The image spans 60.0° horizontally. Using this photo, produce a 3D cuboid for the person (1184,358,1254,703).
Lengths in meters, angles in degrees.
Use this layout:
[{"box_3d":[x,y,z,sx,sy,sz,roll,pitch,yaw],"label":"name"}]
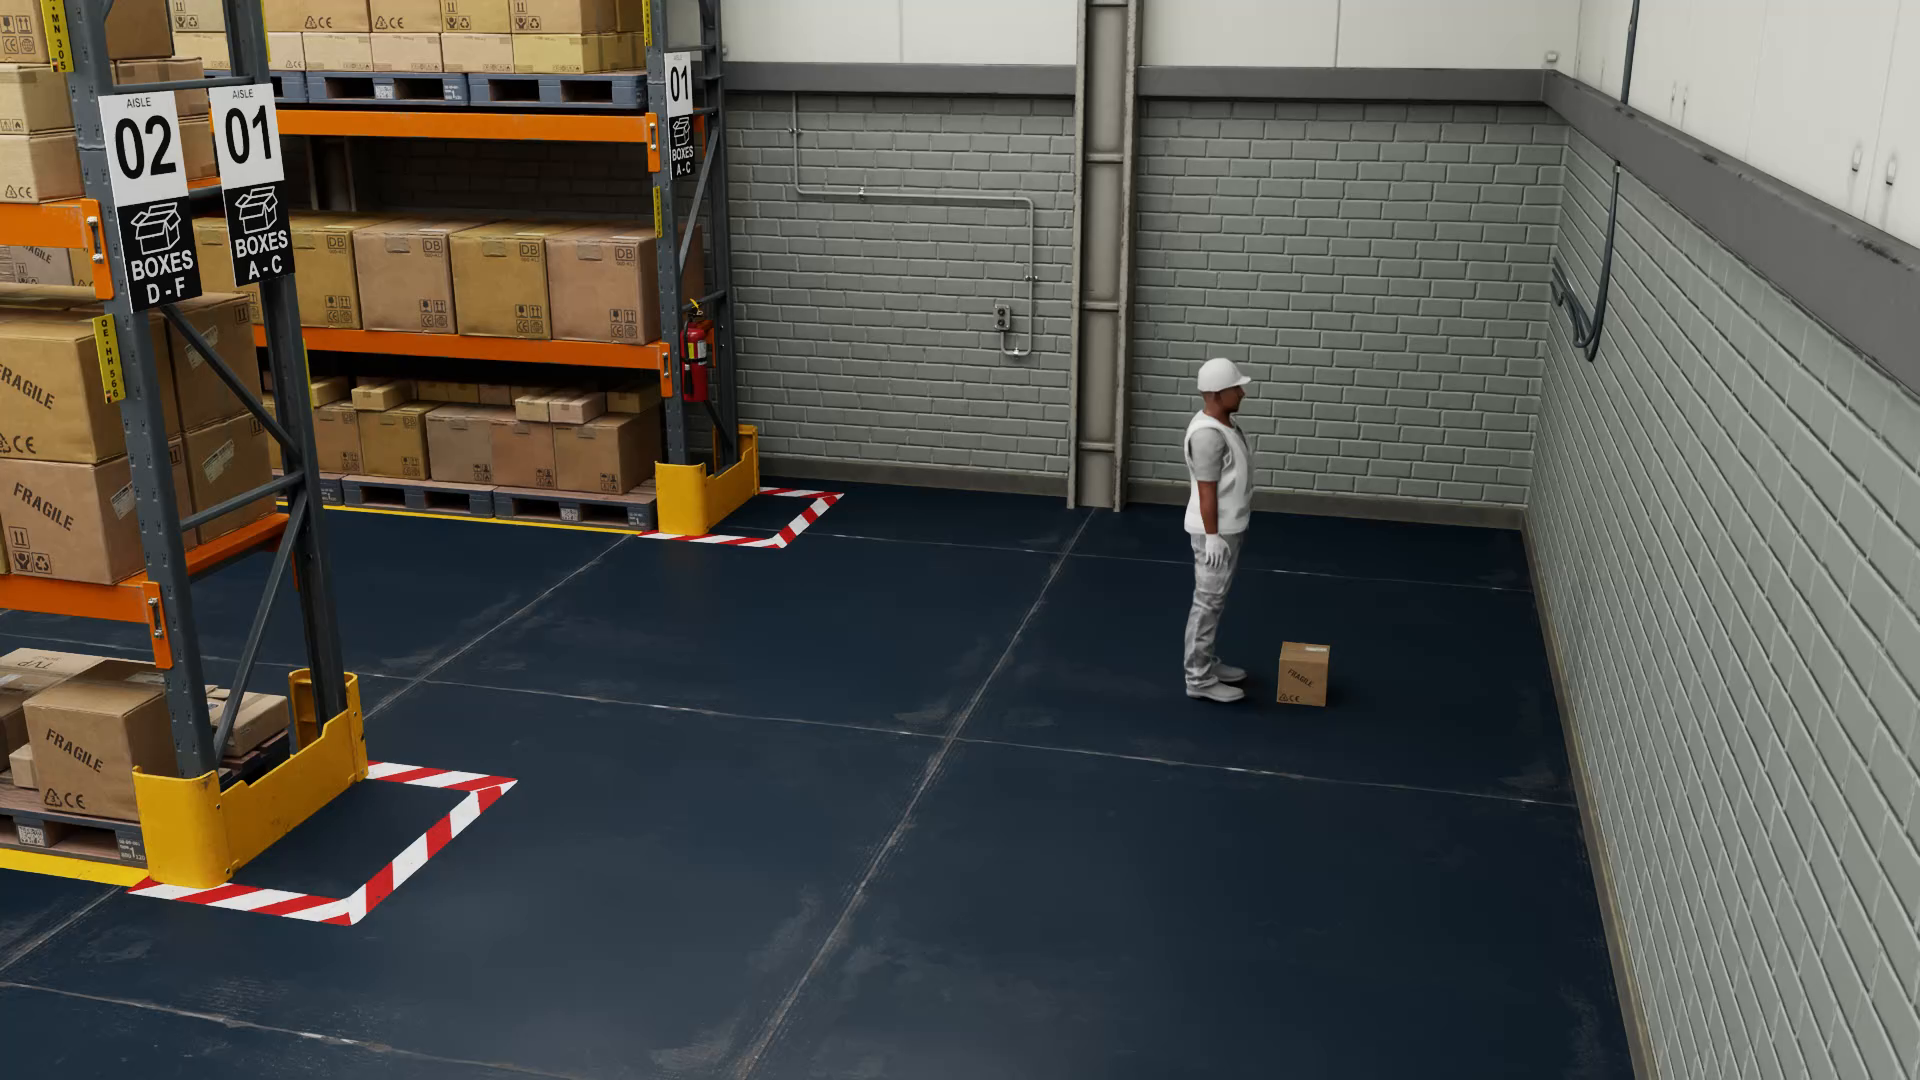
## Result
[{"box_3d":[1.359,-0.065,8.695,0.380,1.789,0.546,5,19,15],"label":"person"}]
